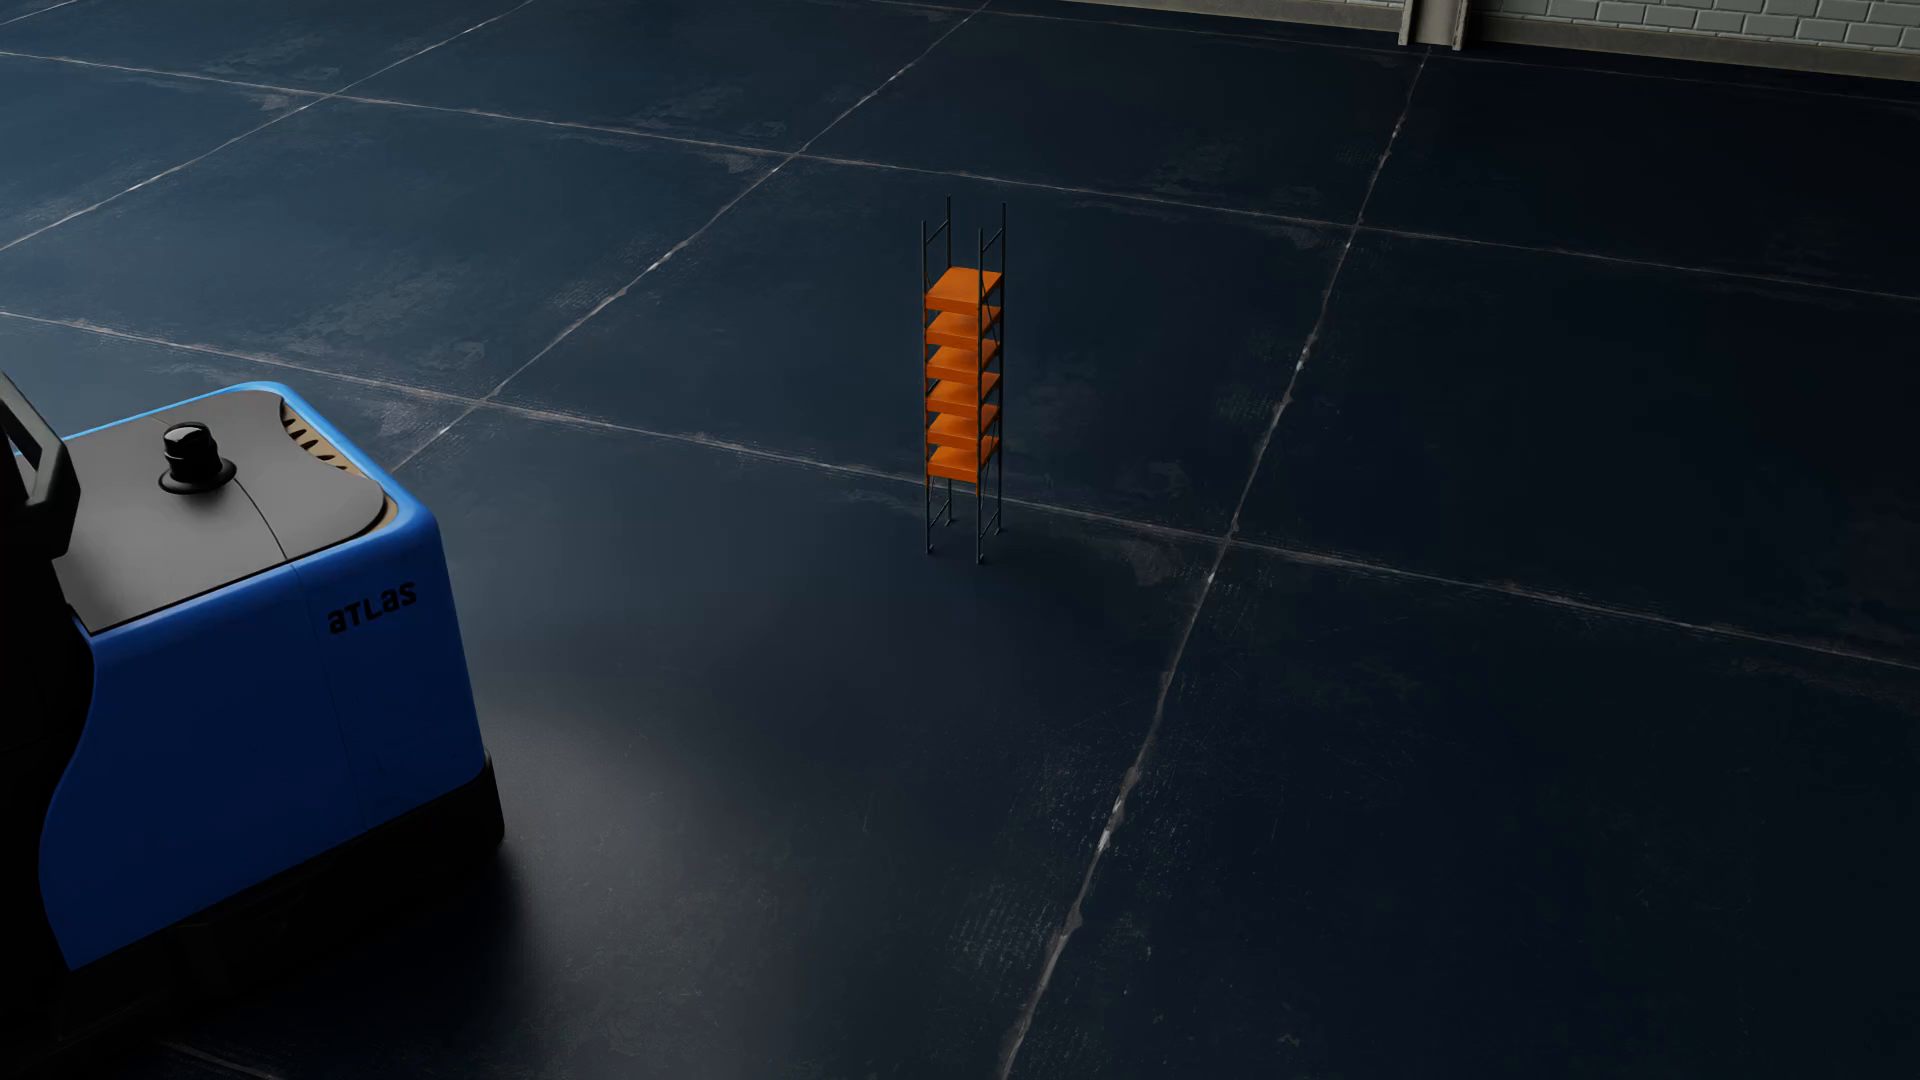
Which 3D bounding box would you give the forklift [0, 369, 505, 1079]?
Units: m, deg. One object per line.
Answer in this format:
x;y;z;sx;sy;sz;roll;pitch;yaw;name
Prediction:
-2.651;-0.058;3.138;3.031;2.935;1.130;-25;41;-33;forklift

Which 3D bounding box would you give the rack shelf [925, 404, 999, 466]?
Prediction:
0.014;-0.363;5.510;0.180;0.103;0.258;11;34;16;rack shelf

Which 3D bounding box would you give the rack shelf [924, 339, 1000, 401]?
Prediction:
0.014;-0.565;5.379;0.180;0.103;0.258;11;34;16;rack shelf

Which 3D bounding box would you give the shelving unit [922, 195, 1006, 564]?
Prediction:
0.014;-0.501;5.420;0.189;1.200;0.258;11;34;16;shelving unit

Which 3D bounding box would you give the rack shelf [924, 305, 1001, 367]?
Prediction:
0.014;-0.666;5.314;0.180;0.103;0.258;11;34;16;rack shelf

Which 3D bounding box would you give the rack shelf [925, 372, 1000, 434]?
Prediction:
0.014;-0.464;5.445;0.180;0.103;0.258;11;34;16;rack shelf

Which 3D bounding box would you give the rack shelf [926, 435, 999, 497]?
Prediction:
0.014;-0.262;5.575;0.180;0.103;0.258;11;34;16;rack shelf

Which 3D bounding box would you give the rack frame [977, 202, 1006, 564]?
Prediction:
0.100;-0.485;5.395;0.006;1.200;0.240;11;34;16;rack frame

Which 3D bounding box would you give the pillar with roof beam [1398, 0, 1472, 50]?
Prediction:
1.600;-4.808;4.900;0.400;9.000;9.100;11;34;16;pillar with roof beam

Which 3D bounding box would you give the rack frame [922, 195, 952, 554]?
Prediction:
-0.073;-0.518;5.446;0.006;1.200;0.240;11;34;16;rack frame

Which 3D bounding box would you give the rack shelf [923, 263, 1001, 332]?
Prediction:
0.014;-0.767;5.249;0.180;0.103;0.258;11;34;16;rack shelf
